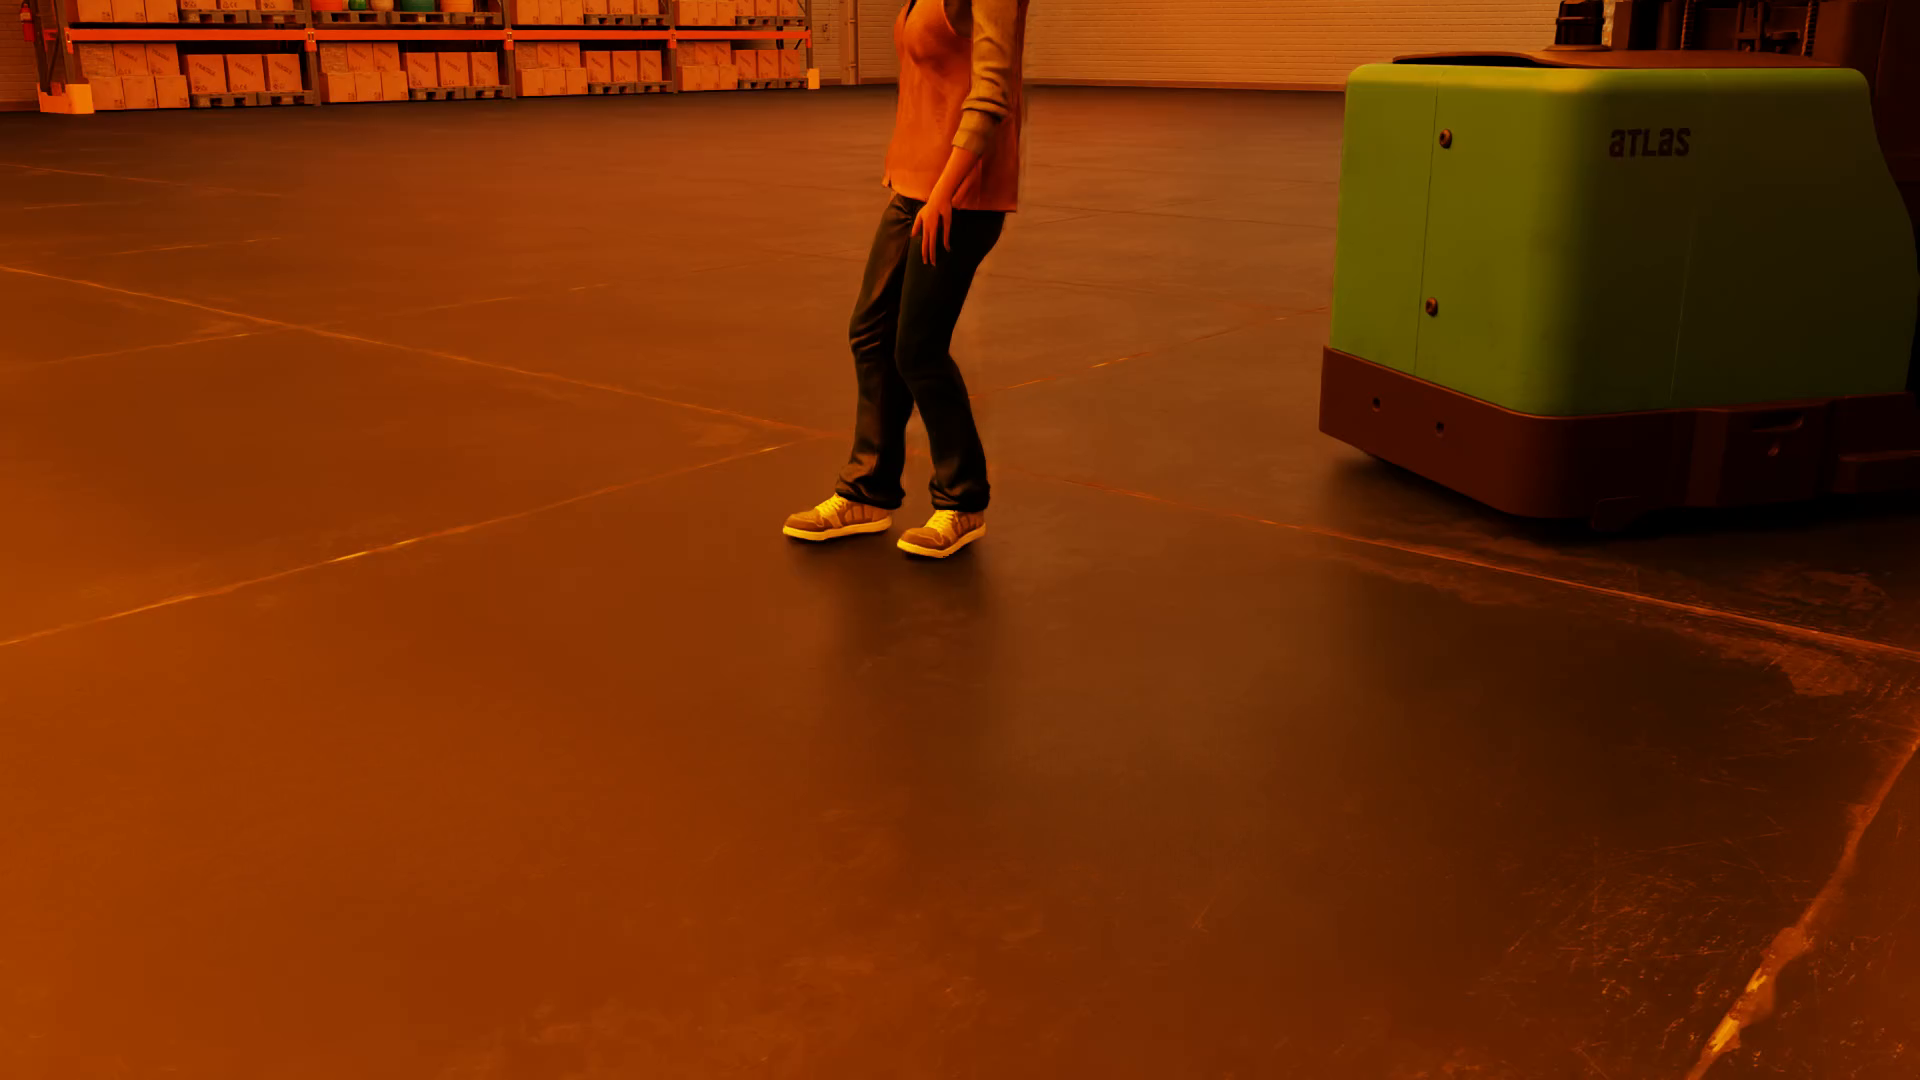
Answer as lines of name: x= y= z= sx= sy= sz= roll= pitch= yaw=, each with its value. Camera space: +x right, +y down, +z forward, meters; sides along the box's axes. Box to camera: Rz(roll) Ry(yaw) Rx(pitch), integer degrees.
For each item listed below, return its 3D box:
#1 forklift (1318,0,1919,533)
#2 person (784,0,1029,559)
forklift: x=2.594 y=-1.649 z=4.328 sx=3.031 sy=2.935 sz=1.130 roll=-5 pitch=18 yaw=-16
person: x=-0.133 y=-0.738 z=3.670 sx=0.534 sy=1.585 sz=0.516 roll=-4 pitch=17 yaw=-14
